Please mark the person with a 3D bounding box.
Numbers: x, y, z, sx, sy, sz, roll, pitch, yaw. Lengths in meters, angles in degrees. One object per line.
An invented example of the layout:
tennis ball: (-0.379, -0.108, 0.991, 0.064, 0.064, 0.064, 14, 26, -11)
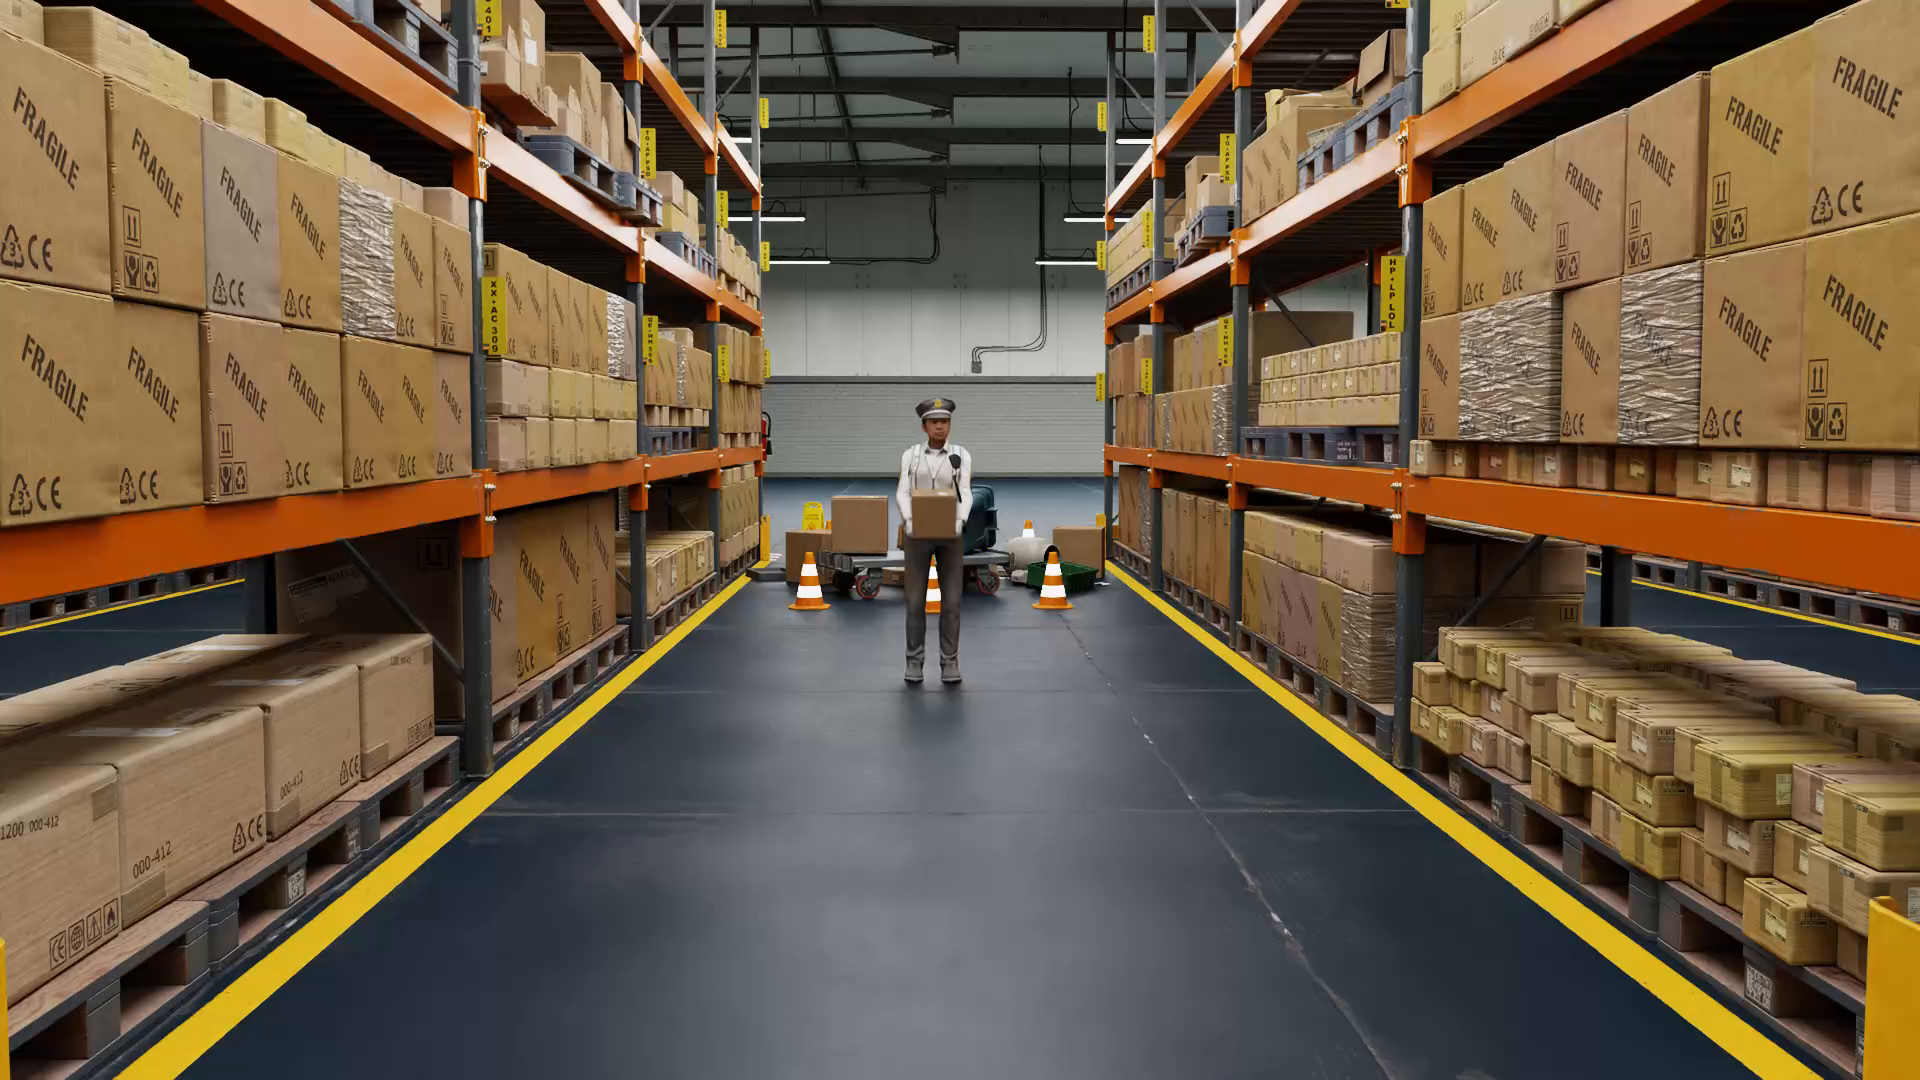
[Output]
person: (-0.154, -0.004, 9.890, 0.460, 1.689, 0.540, 0, 4, -1)
